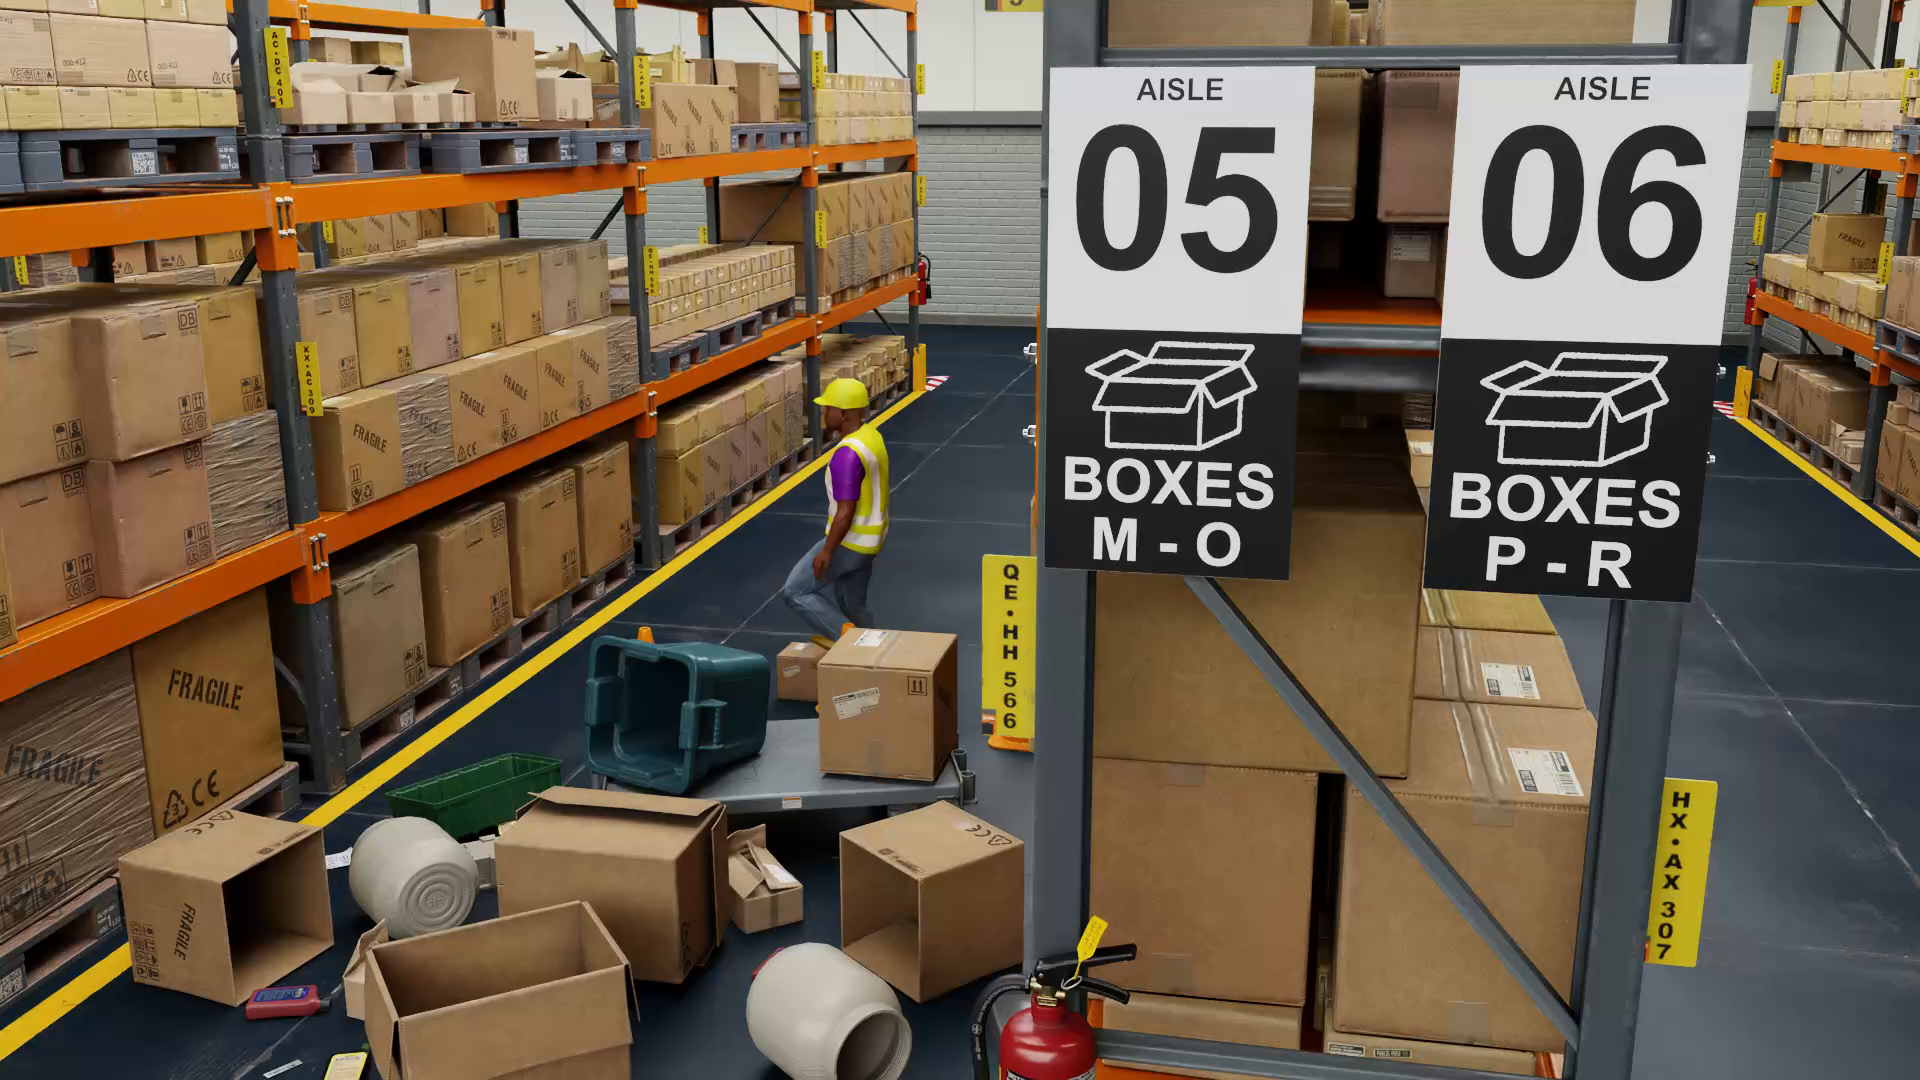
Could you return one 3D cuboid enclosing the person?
[{"bbox_3d":[-0.655,0.003,8.956,0.554,1.764,0.636,2,15,8],"label":"person"}]
